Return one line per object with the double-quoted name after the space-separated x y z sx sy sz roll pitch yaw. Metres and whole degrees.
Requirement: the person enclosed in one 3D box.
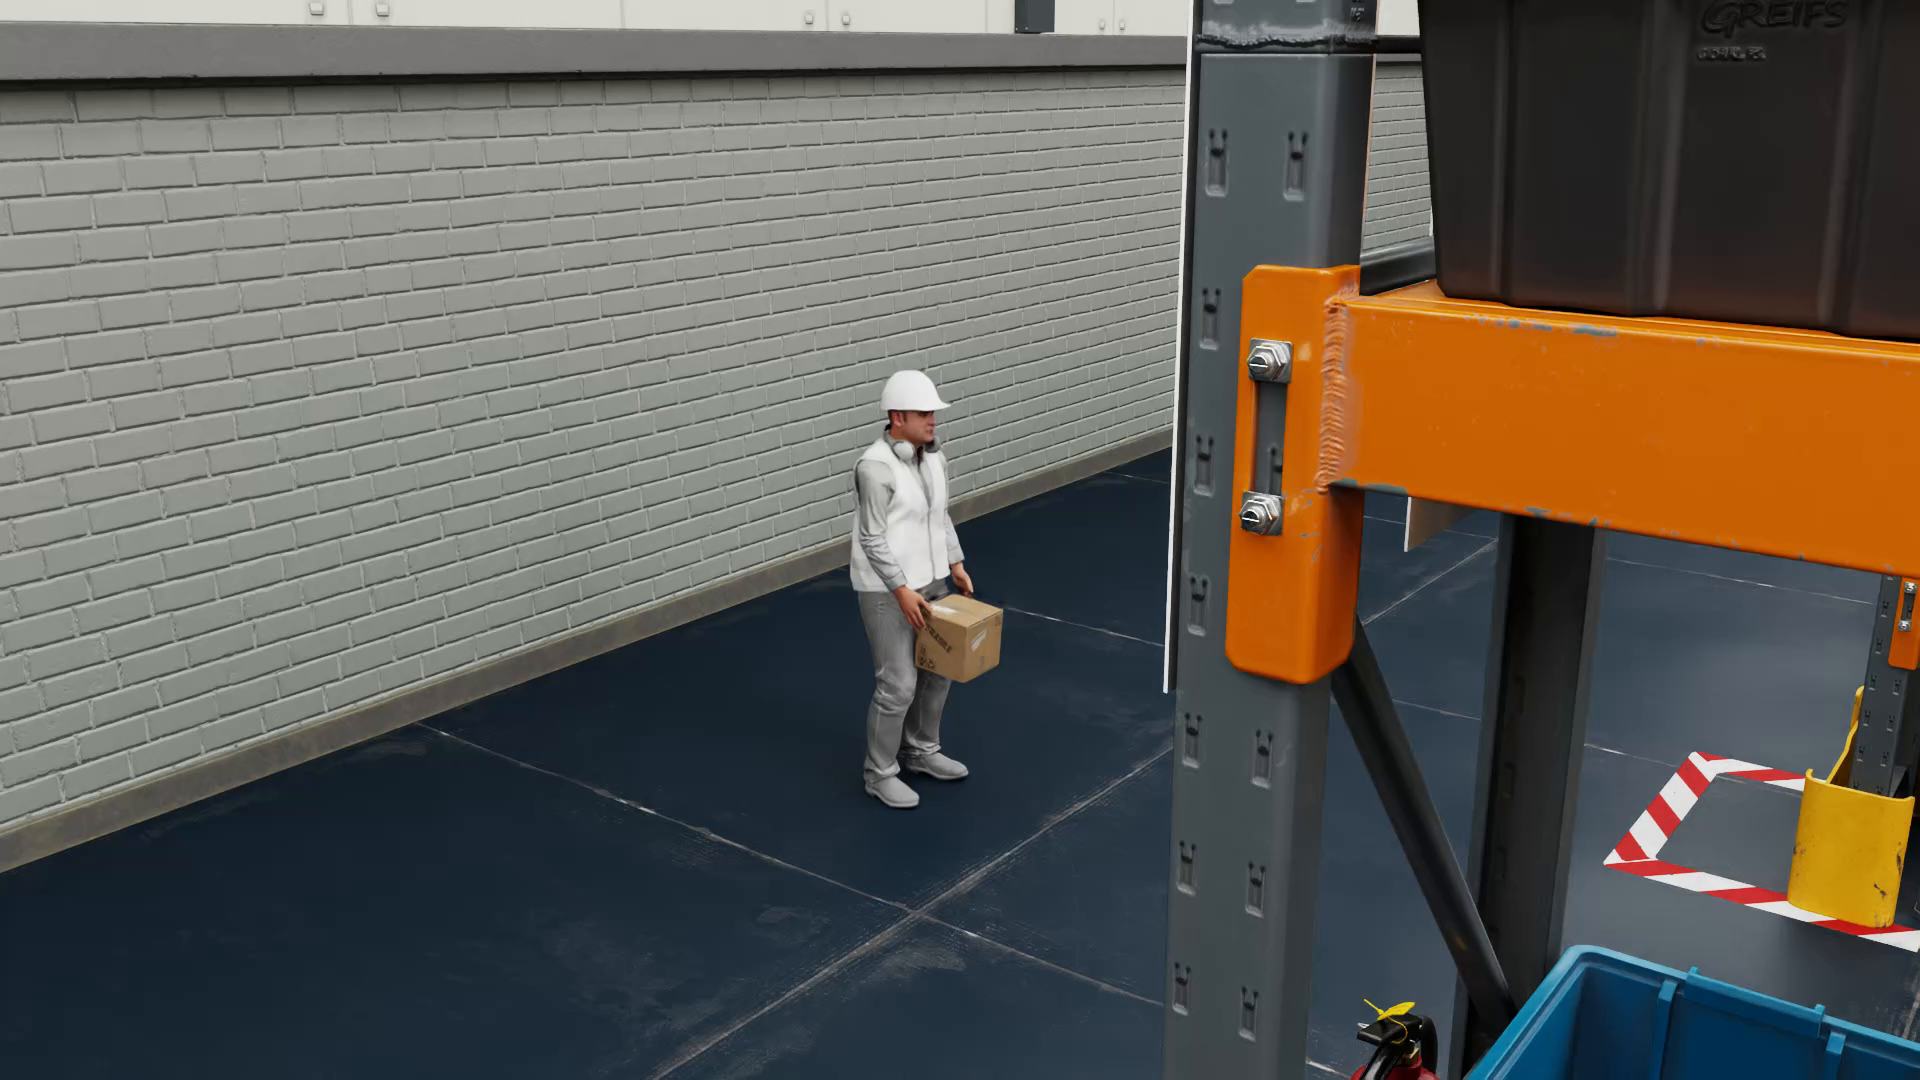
-0.212 0.180 6.869 0.446 1.779 0.551 11 20 34 "person"
